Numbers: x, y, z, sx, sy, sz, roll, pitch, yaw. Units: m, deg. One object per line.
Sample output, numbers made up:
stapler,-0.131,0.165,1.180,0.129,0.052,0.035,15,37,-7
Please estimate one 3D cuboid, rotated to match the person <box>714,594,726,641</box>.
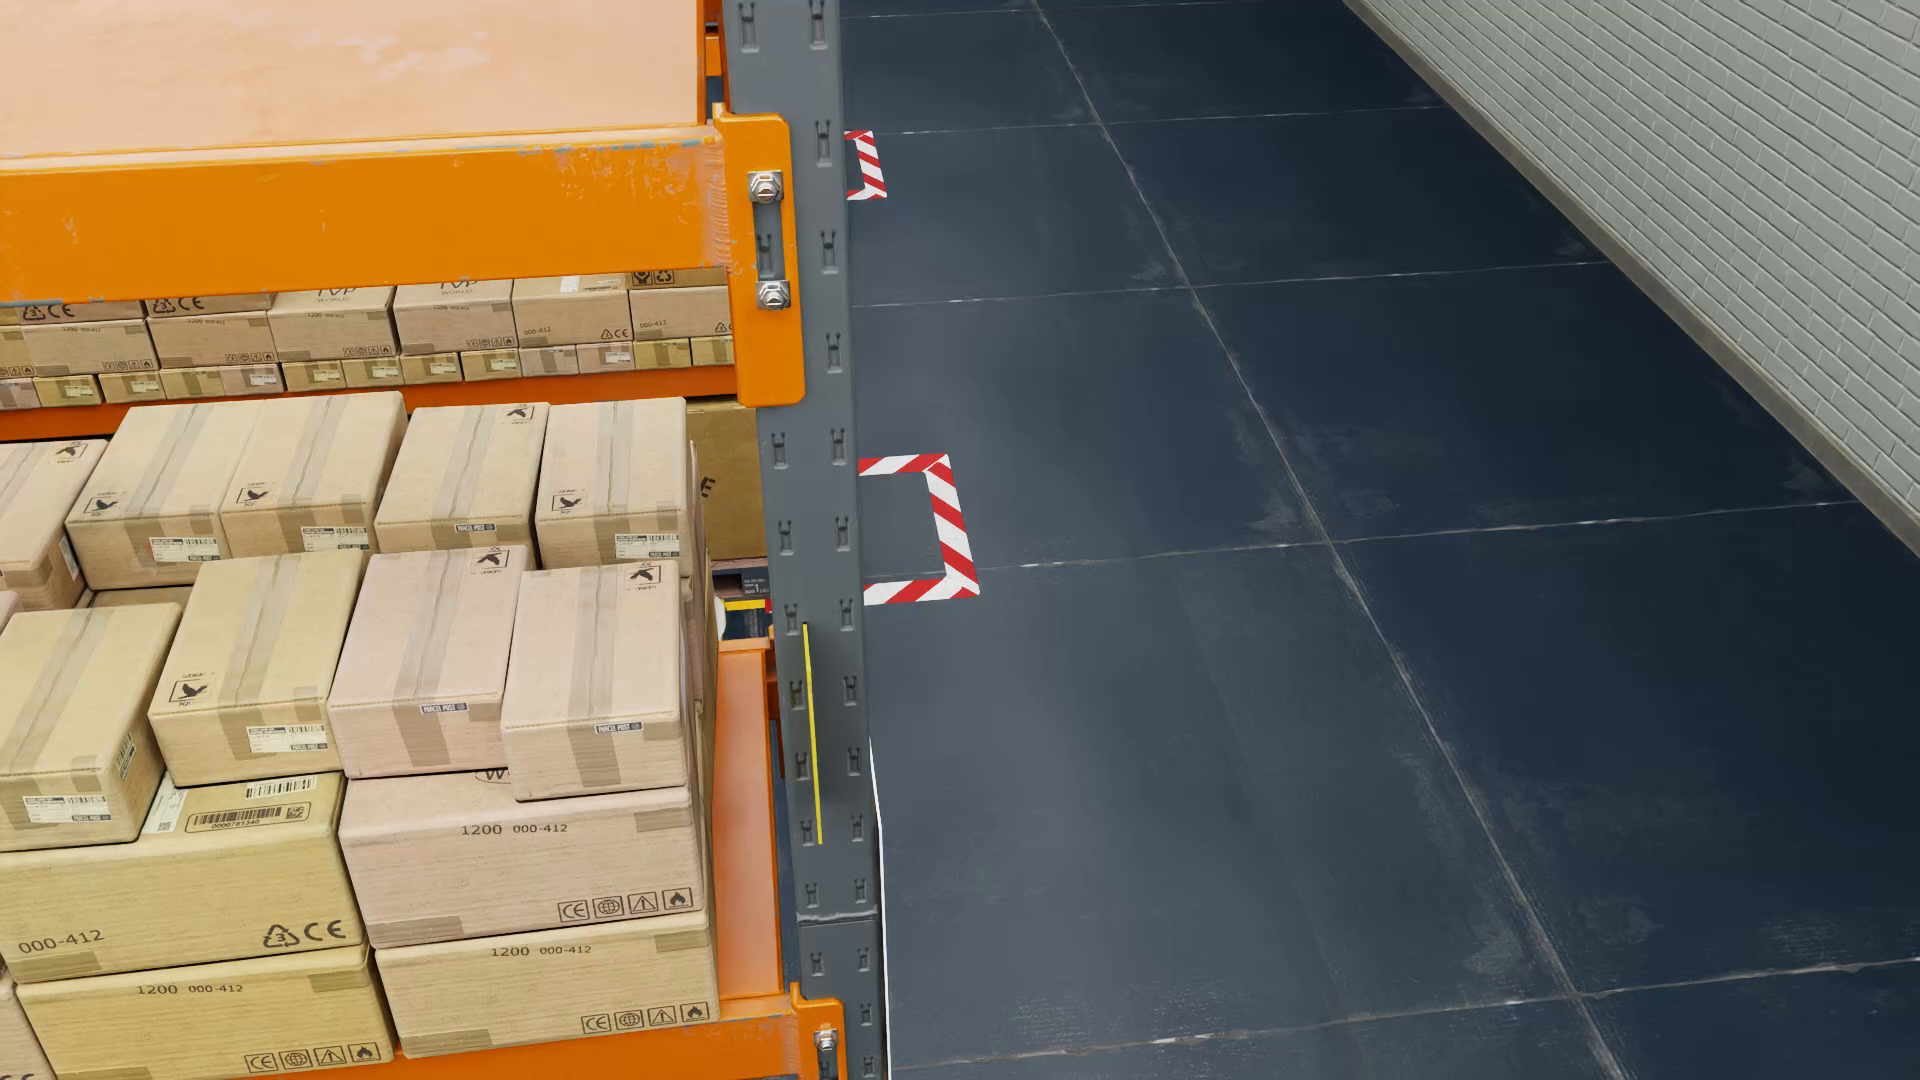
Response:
person,-1.469,0.574,7.256,0.926,0.792,0.450,-5,35,-8
